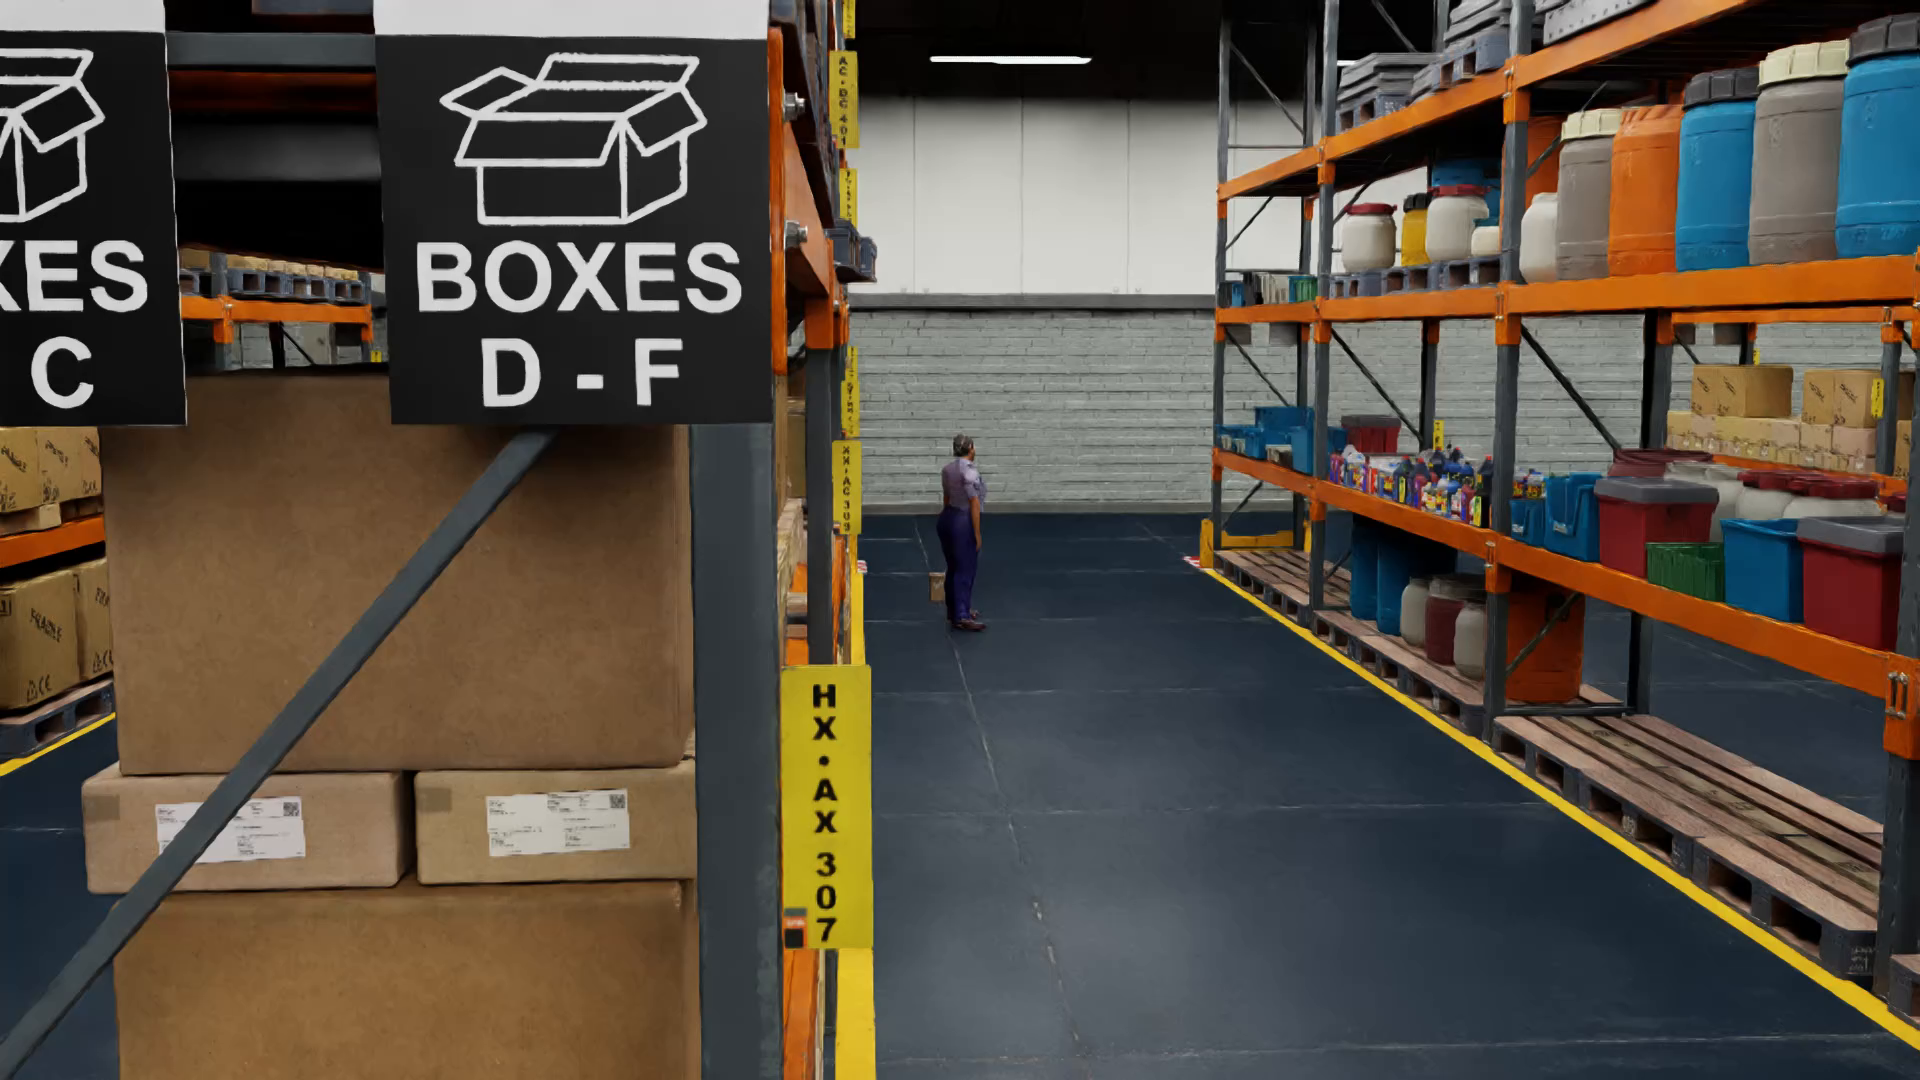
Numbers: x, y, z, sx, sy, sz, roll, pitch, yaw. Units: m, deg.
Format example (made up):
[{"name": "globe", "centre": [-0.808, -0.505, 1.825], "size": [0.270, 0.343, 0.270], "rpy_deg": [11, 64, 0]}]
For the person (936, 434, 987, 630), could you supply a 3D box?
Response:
[{"name": "person", "centre": [0.055, -0.087, 14.326], "size": [0.443, 1.656, 0.575], "rpy_deg": [-4, 8, -31]}]
